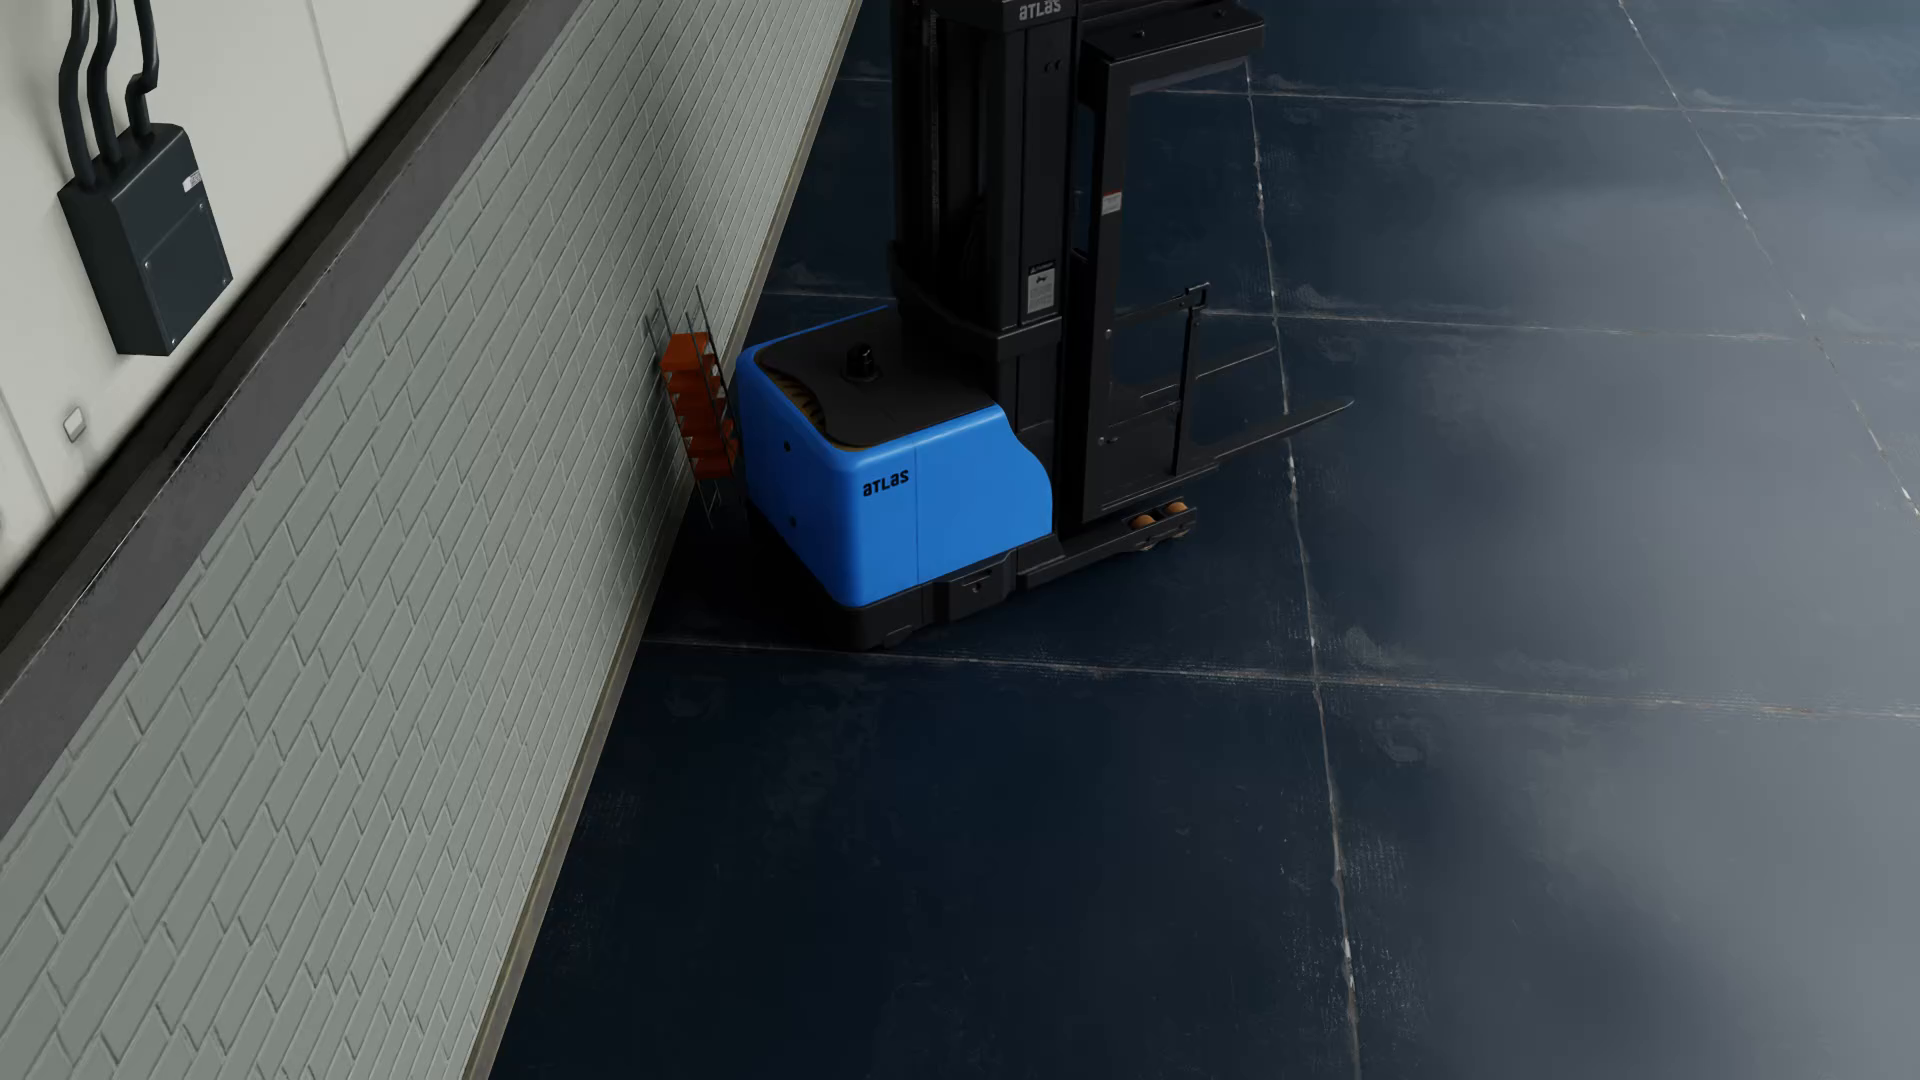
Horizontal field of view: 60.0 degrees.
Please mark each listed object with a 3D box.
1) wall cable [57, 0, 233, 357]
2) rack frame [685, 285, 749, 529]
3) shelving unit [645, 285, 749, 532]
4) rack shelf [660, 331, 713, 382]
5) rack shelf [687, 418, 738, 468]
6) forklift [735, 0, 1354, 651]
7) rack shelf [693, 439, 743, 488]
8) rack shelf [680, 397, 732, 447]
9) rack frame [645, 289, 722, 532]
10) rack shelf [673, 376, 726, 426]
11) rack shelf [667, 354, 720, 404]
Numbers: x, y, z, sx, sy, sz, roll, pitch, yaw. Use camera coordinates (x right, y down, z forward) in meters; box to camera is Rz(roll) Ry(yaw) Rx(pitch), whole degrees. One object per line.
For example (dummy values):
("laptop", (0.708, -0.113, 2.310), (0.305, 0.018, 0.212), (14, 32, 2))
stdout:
("wall cable", (-1.506, -3.418, 2.297), (0.169, 6.003, 2.305), (3, 39, 4))
("rack frame", (-1.089, -0.592, 7.663), (0.006, 1.200, 0.240), (-4, 38, 9))
("shelving unit", (-1.179, -0.586, 7.678), (0.189, 1.200, 0.258), (-4, 38, 9))
("rack shelf", (-1.226, -0.831, 7.484), (0.180, 0.103, 0.258), (-4, 38, 9))
("rack shelf", (-1.155, -0.459, 7.779), (0.180, 0.103, 0.258), (-4, 38, 9))
("forklift", (0.533, -1.351, 7.259), (3.031, 2.935, 1.130), (-21, 44, -24))
("rack shelf", (-1.137, -0.366, 7.853), (0.180, 0.103, 0.258), (-4, 38, 9))
("rack shelf", (-1.172, -0.552, 7.705), (0.180, 0.103, 0.258), (-4, 38, 9))
("rack frame", (-1.269, -0.580, 7.692), (0.006, 1.200, 0.240), (-4, 38, 9))
("rack shelf", (-1.190, -0.645, 7.631), (0.180, 0.103, 0.258), (-4, 38, 9))
("rack shelf", (-1.208, -0.738, 7.558), (0.180, 0.103, 0.258), (-4, 38, 9))
